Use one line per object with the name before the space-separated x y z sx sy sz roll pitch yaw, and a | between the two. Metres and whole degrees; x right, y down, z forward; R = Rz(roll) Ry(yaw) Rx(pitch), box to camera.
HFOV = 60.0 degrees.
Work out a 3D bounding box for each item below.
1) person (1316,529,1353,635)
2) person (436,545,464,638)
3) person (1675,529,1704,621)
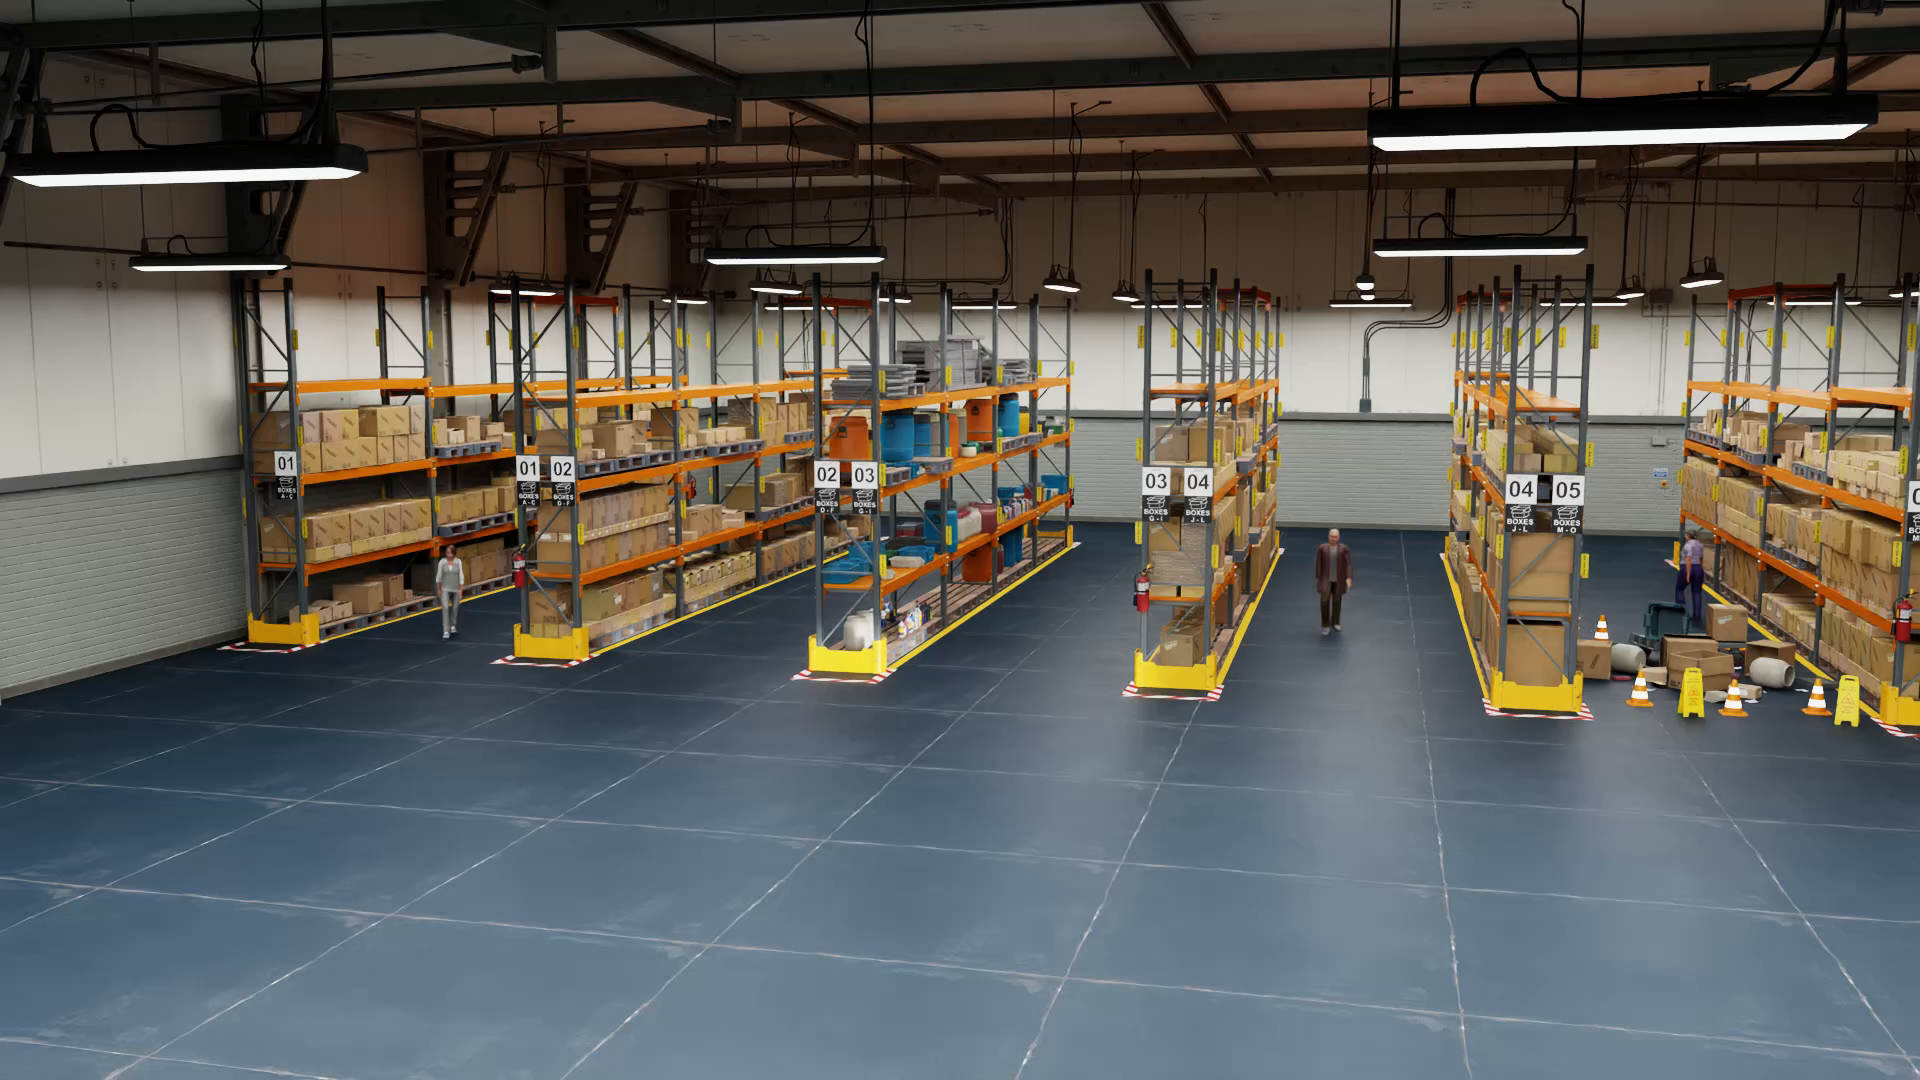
person | 6.421 0.732 28.530 0.629 1.853 0.588 2 7 14
person | -8.600 0.853 28.065 0.444 1.541 0.951 -3 8 -27
person | 13.105 0.653 29.760 0.499 1.688 0.571 0 7 -3
